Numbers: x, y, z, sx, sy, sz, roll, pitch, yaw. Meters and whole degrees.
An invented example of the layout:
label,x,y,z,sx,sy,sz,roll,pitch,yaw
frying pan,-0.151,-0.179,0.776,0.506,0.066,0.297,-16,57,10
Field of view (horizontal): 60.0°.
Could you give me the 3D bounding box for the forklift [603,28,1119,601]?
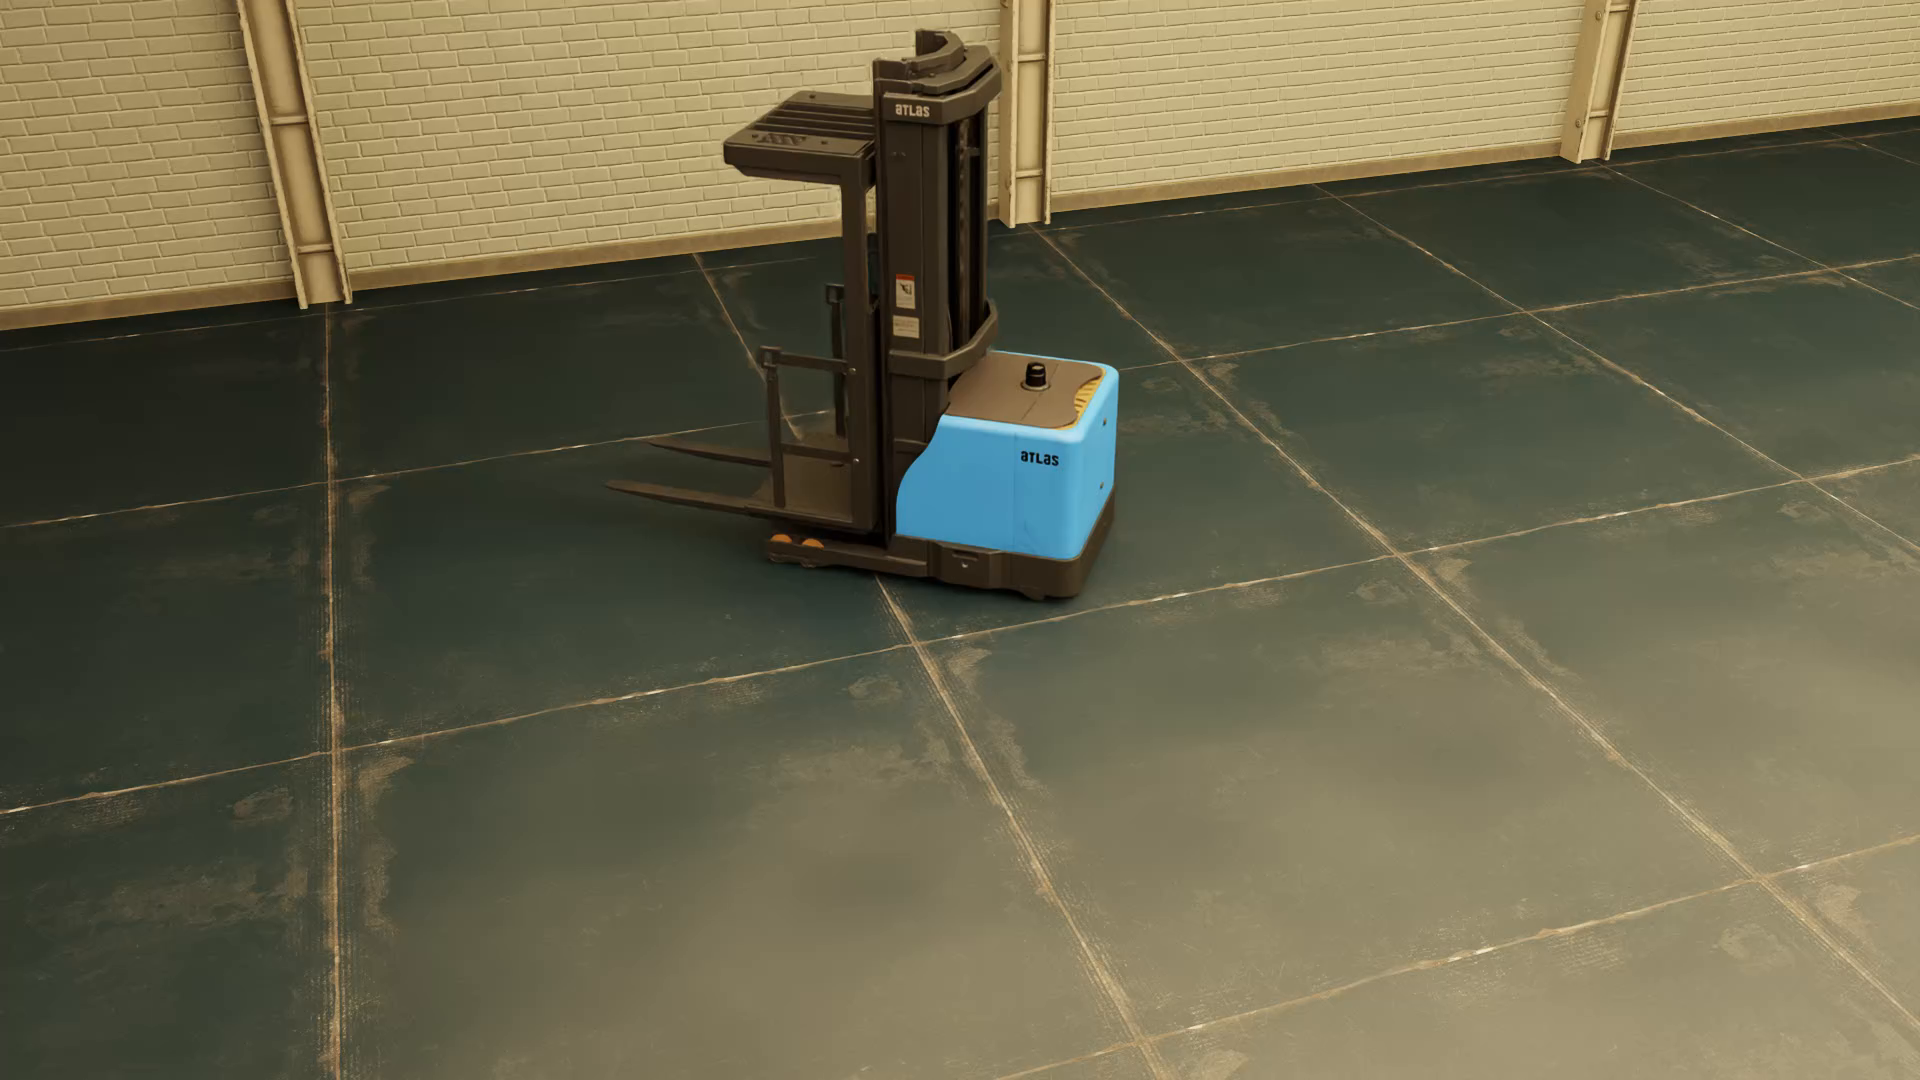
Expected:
label,x,y,z,sx,sy,sz,roll,pitch,yaw
forklift,-0.642,-1.347,9.428,3.031,2.935,1.130,9,31,15
